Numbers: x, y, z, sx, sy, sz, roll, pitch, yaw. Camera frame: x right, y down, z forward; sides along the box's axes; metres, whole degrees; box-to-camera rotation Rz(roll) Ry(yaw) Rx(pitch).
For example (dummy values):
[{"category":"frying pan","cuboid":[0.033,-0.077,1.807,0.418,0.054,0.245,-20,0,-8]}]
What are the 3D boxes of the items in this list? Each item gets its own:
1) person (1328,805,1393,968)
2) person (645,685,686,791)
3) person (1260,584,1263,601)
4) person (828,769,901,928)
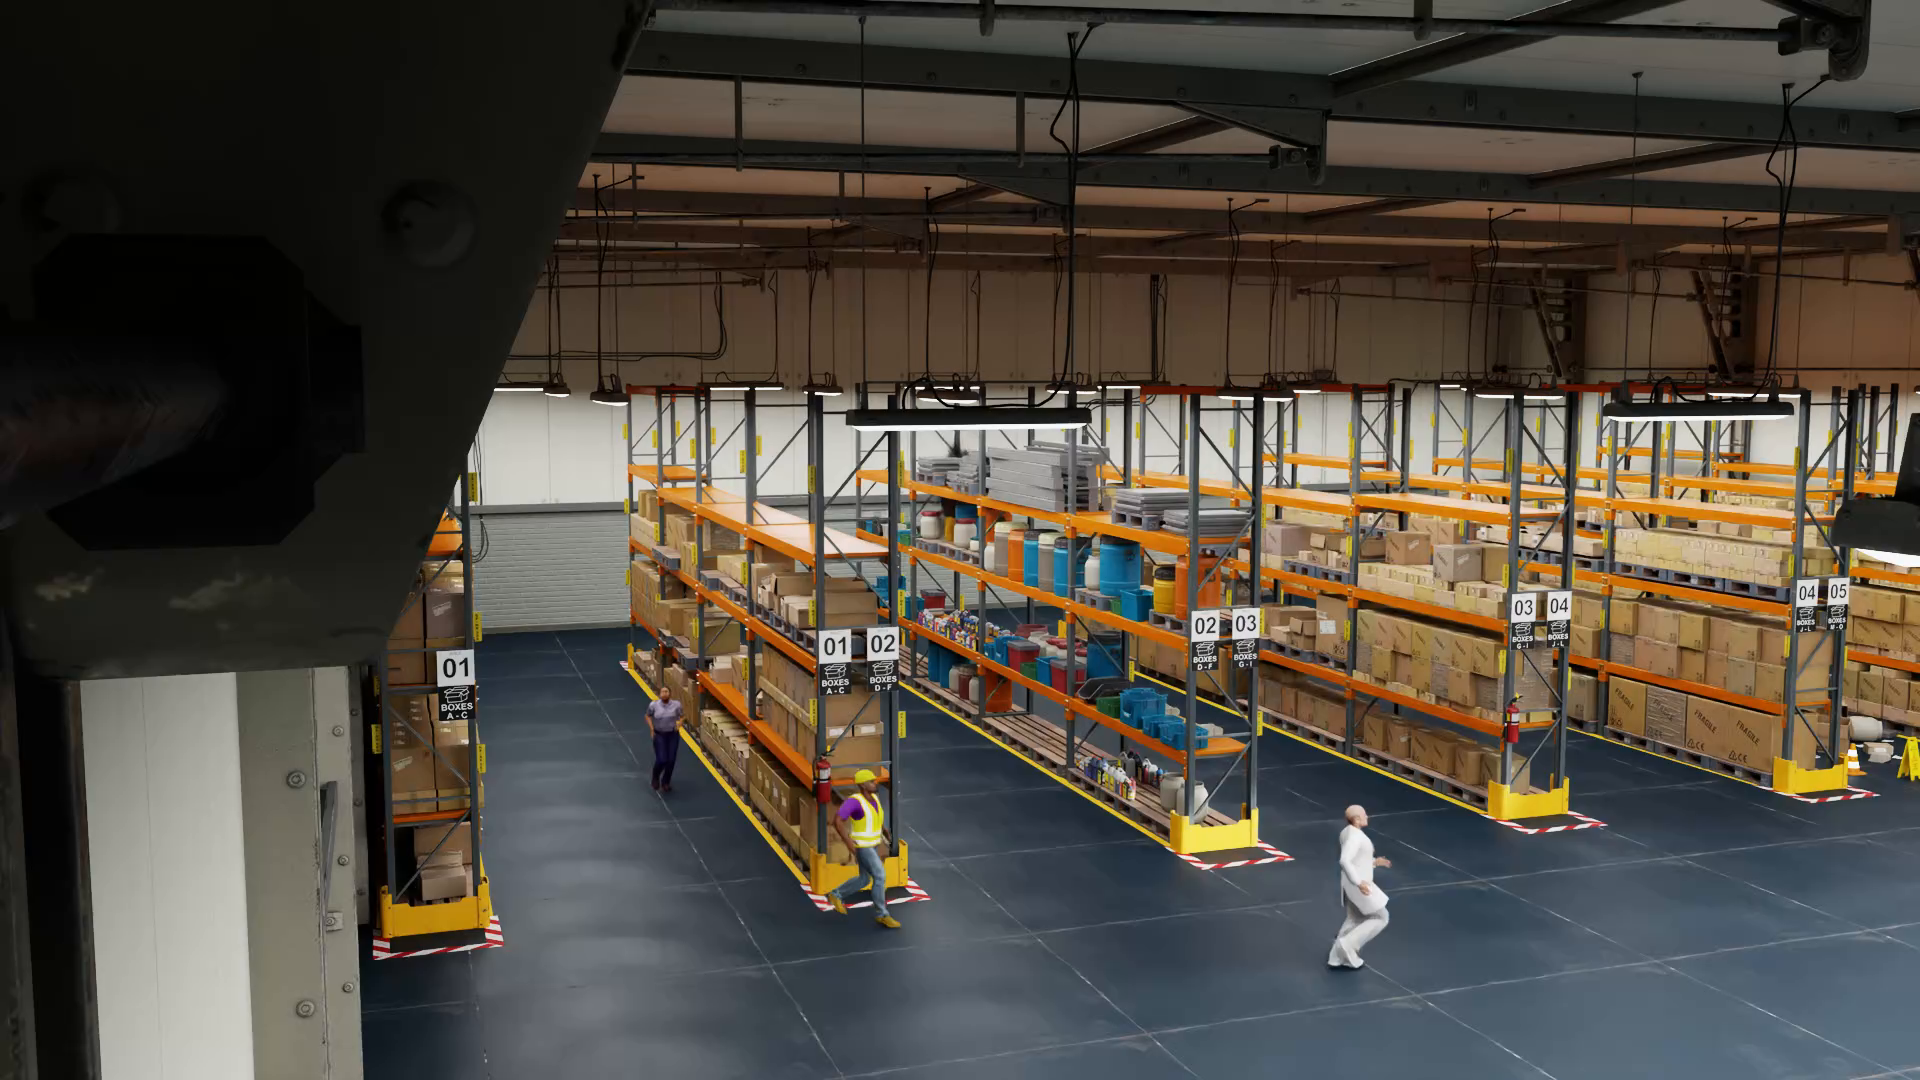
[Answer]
[{"category":"person","cuboid":[4.230,3.649,17.507,0.672,1.740,0.690,0,6,-3]},{"category":"person","cuboid":[-4.377,2.966,24.832,0.588,1.613,0.574,-2,6,-17]},{"category":"person","cuboid":[6.585,1.575,37.495,0.667,1.723,0.985,-2,6,-20]},{"category":"person","cuboid":[-1.075,3.500,19.042,0.923,1.759,0.710,2,6,20]}]
